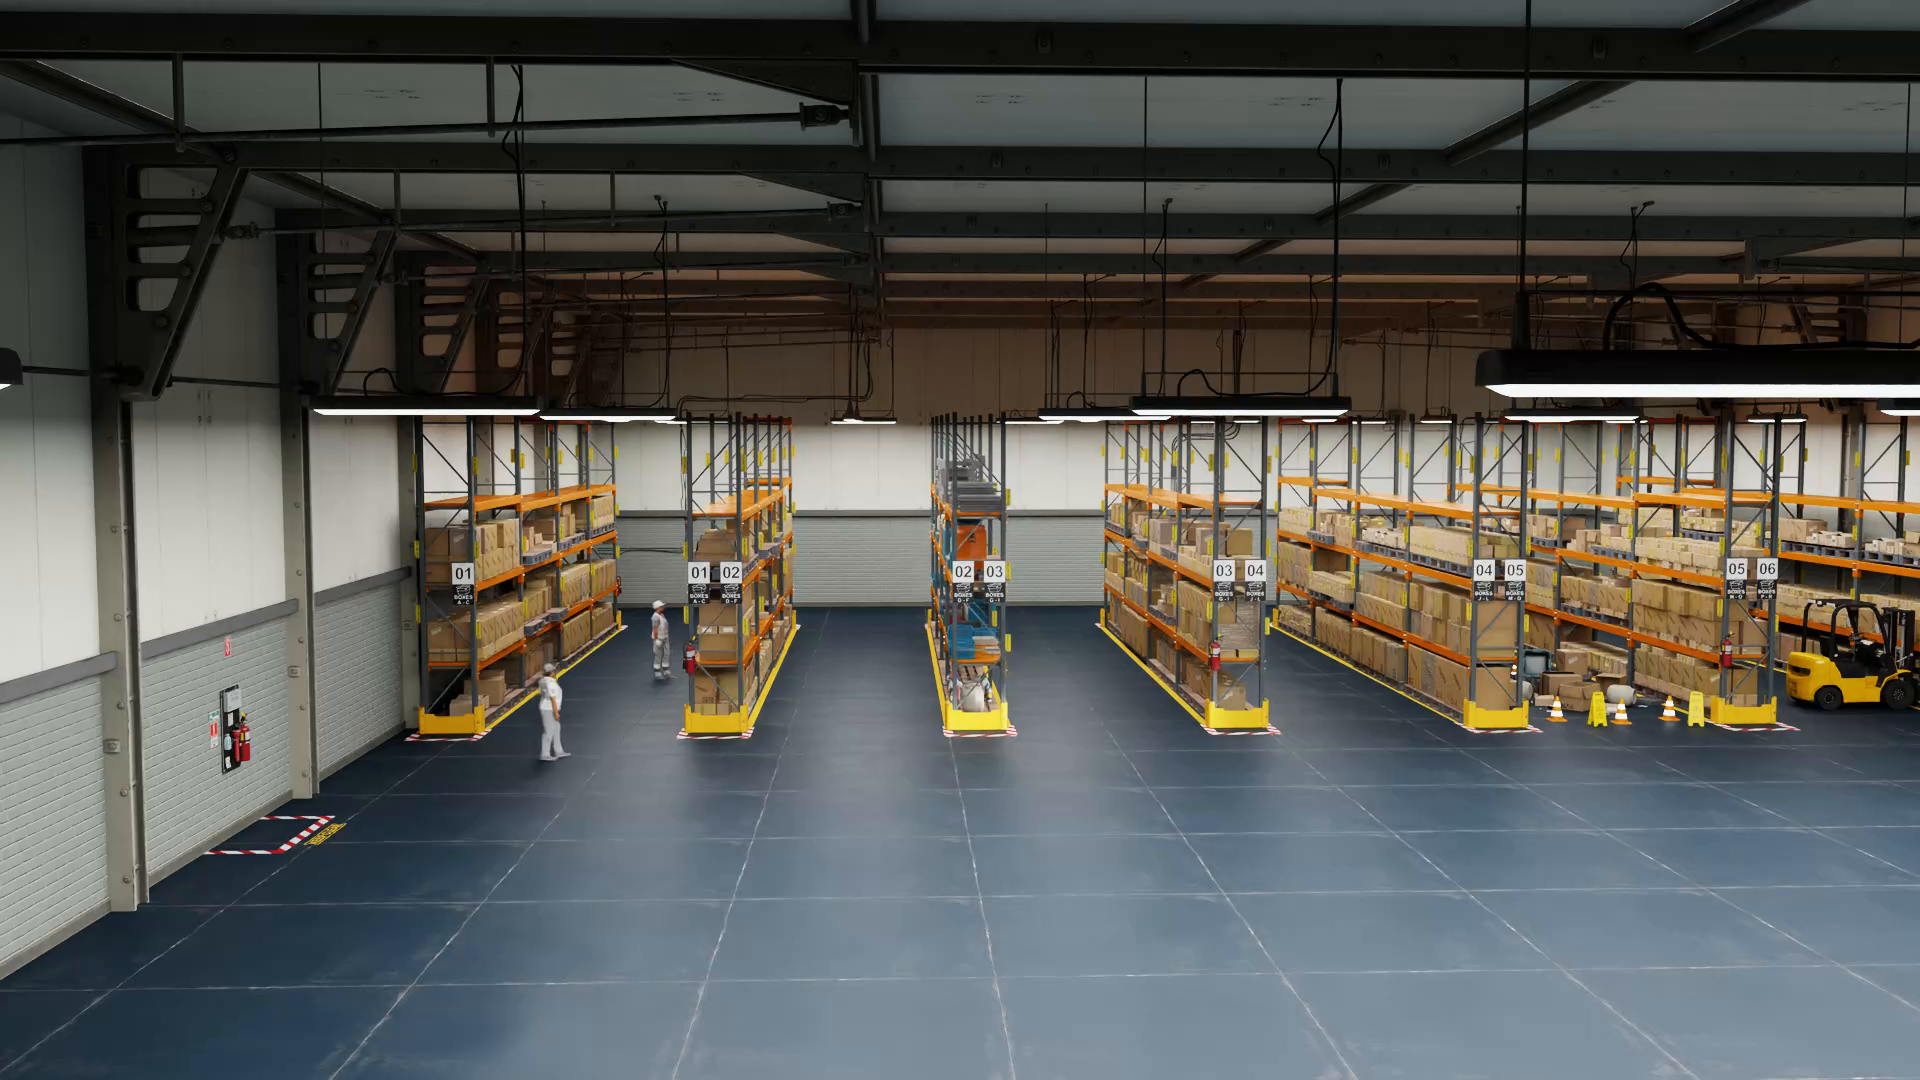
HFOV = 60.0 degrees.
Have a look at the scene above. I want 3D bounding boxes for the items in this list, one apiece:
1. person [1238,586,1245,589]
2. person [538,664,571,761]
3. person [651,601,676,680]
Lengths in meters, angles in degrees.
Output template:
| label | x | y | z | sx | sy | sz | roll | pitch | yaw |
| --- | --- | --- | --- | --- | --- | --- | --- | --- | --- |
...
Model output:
| label | x | y | z | sx | sy | sz | roll | pitch | yaw |
| --- | --- | --- | --- | --- | --- | --- | --- | --- | --- |
| person | 7.888 | 1.682 | 46.971 | 0.567 | 1.769 | 0.953 | 0 | 4 | -2 |
| person | -6.970 | 2.952 | 28.631 | 0.551 | 1.665 | 0.516 | -1 | 4 | -19 |
| person | -6.767 | 2.268 | 37.733 | 0.468 | 1.792 | 0.615 | 2 | 4 | 25 |
